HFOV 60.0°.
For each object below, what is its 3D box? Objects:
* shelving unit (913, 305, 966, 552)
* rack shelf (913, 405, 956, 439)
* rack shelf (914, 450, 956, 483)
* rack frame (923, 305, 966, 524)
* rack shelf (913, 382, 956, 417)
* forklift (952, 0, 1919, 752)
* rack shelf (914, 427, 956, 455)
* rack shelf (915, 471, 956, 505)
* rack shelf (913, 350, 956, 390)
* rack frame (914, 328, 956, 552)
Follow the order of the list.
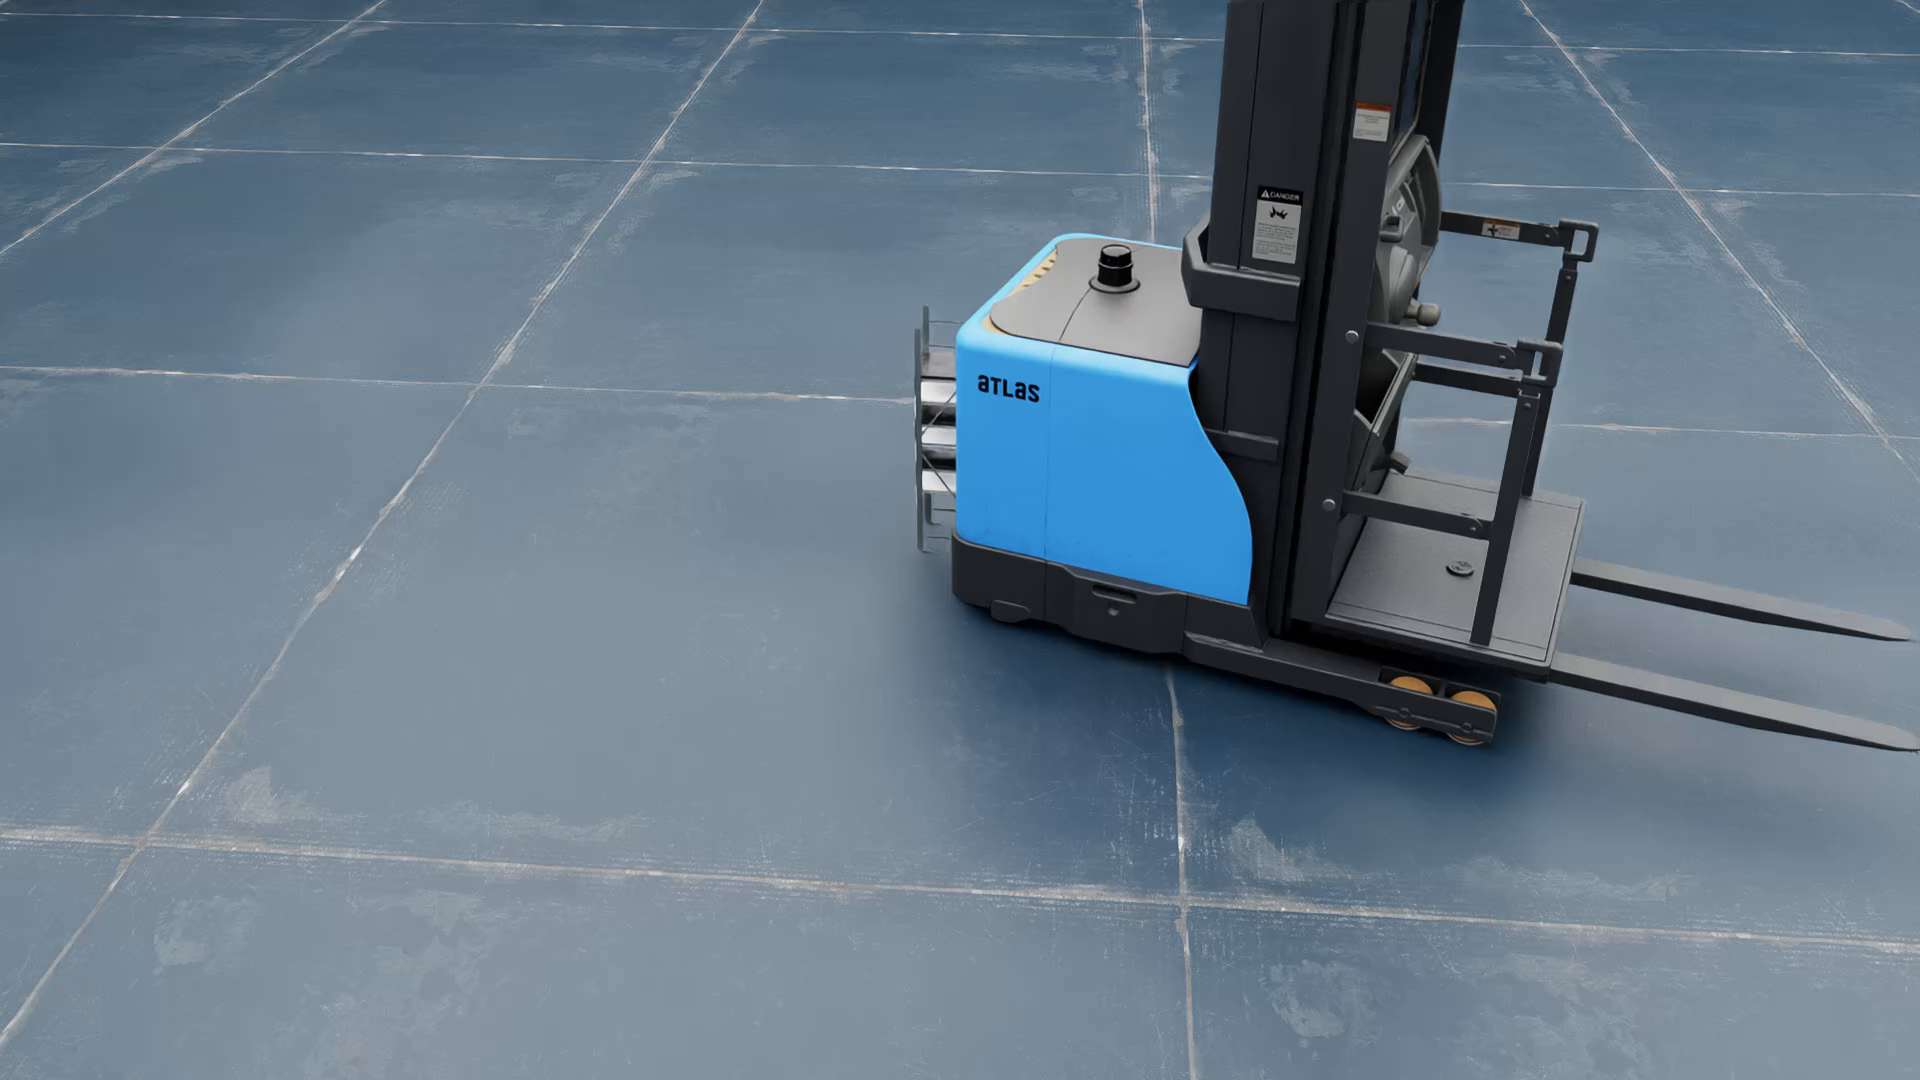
[{"bbox_3d":[-0.025,-0.387,6.021,0.258,0.900,0.210,4,32,6],"label":"shelving unit"},{"bbox_3d":[-0.025,-0.436,5.991,0.258,0.077,0.200,4,32,6],"label":"rack shelf"},{"bbox_3d":[-0.025,-0.282,6.086,0.258,0.077,0.200,4,32,6],"label":"rack shelf"},{"bbox_3d":[-0.011,-0.440,6.107,0.240,0.900,0.006,4,32,6],"label":"rack frame"},{"bbox_3d":[-0.025,-0.512,5.944,0.258,0.077,0.200,4,32,6],"label":"rack shelf"},{"bbox_3d":[1.536,-0.924,4.955,3.031,2.935,1.130,13,34,20],"label":"forklift"},{"bbox_3d":[-0.025,-0.359,6.038,0.258,0.077,0.200,4,32,6],"label":"rack shelf"},{"bbox_3d":[-0.025,-0.206,6.133,0.258,0.077,0.200,4,32,6],"label":"rack shelf"},{"bbox_3d":[-0.025,-0.589,5.897,0.258,0.077,0.200,4,32,6],"label":"rack shelf"},{"bbox_3d":[-0.038,-0.335,5.935,0.240,0.900,0.006,4,32,6],"label":"rack frame"}]
